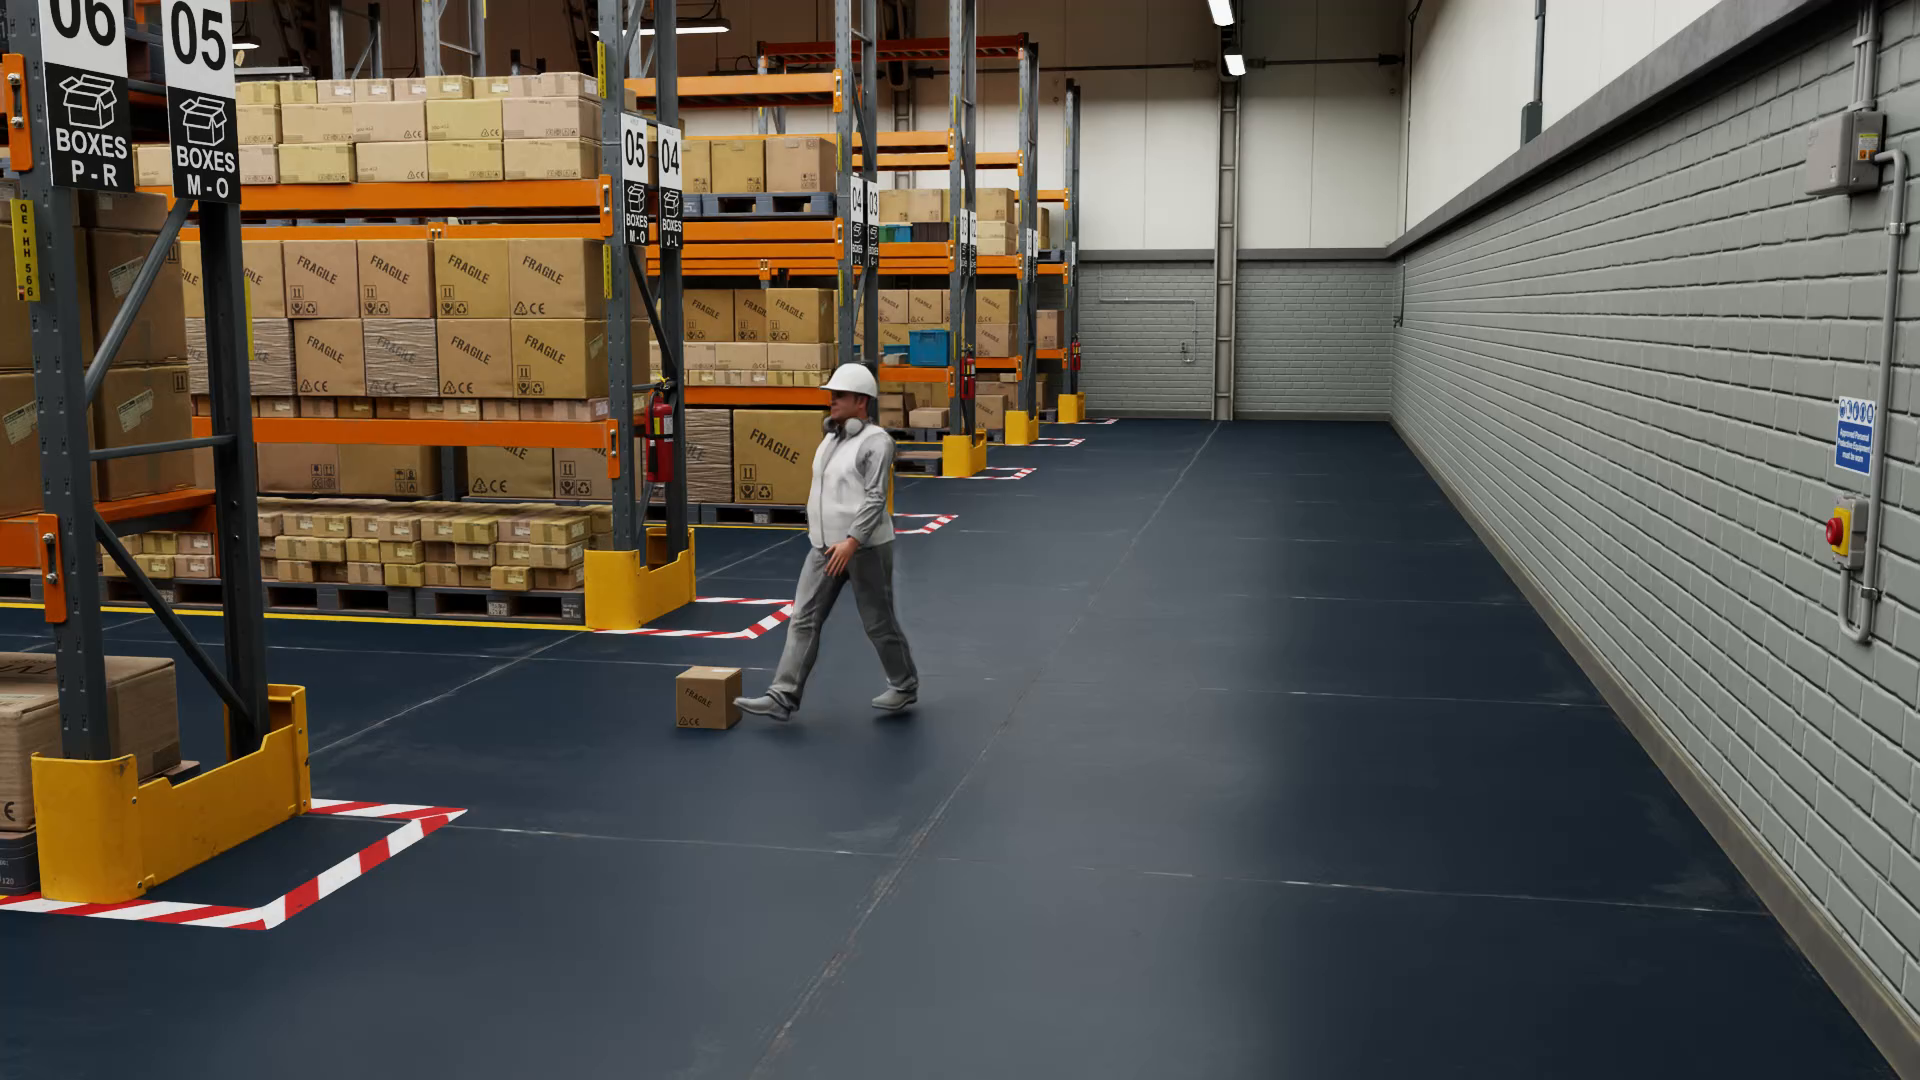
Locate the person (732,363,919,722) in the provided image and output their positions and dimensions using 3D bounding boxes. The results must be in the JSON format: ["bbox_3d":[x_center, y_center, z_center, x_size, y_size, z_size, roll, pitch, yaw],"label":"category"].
[{"bbox_3d":[-0.594,0.018,8.016,0.553,1.722,0.983,8,11,44],"label":"person"}]
